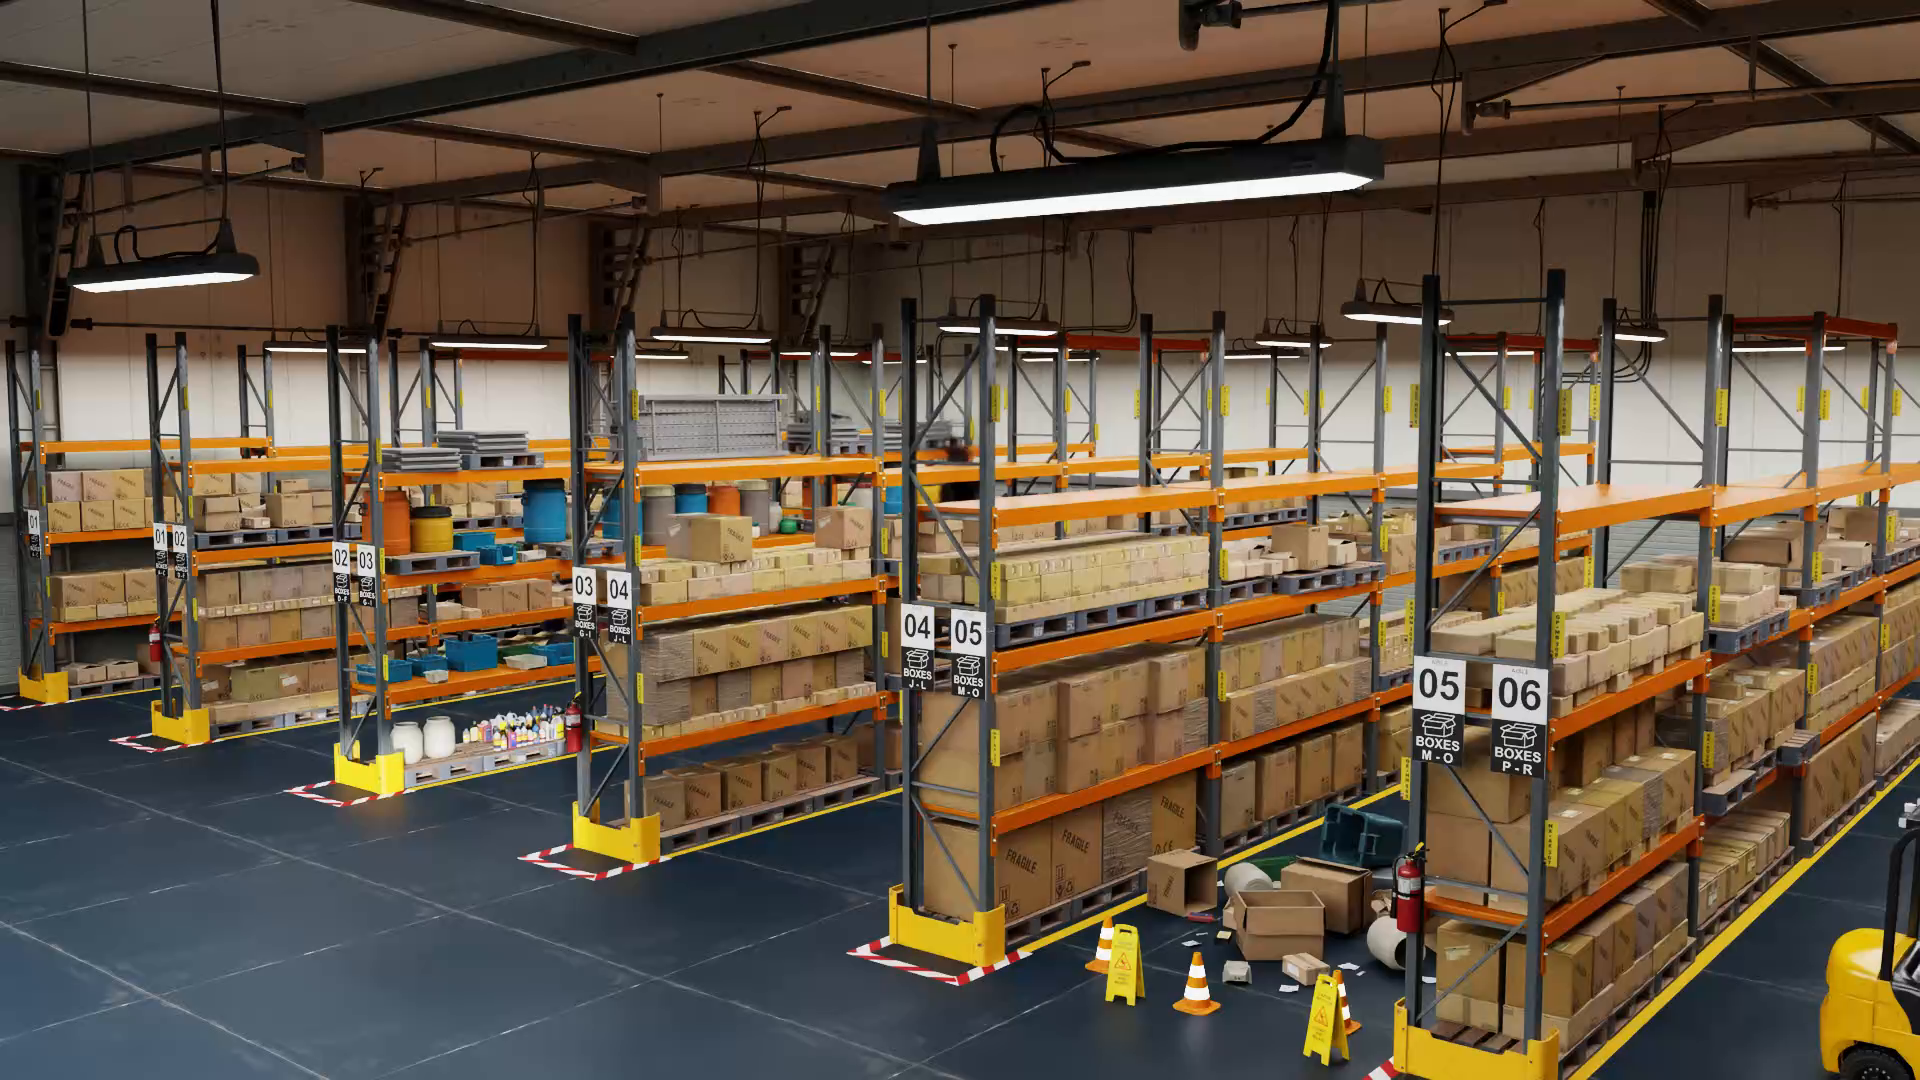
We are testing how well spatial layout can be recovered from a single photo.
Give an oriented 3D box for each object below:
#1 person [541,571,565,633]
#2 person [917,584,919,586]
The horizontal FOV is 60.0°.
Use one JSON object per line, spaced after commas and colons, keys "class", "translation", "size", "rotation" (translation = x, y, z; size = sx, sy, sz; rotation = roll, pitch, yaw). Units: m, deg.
{"class": "person", "translation": [-7.884, 1.424, 32.371], "size": [0.648, 1.625, 0.899], "rotation": [5, 7, 42]}
{"class": "person", "translation": [-0.949, 1.171, 34.820], "size": [0.672, 1.807, 0.754], "rotation": [2, 6, 25]}
